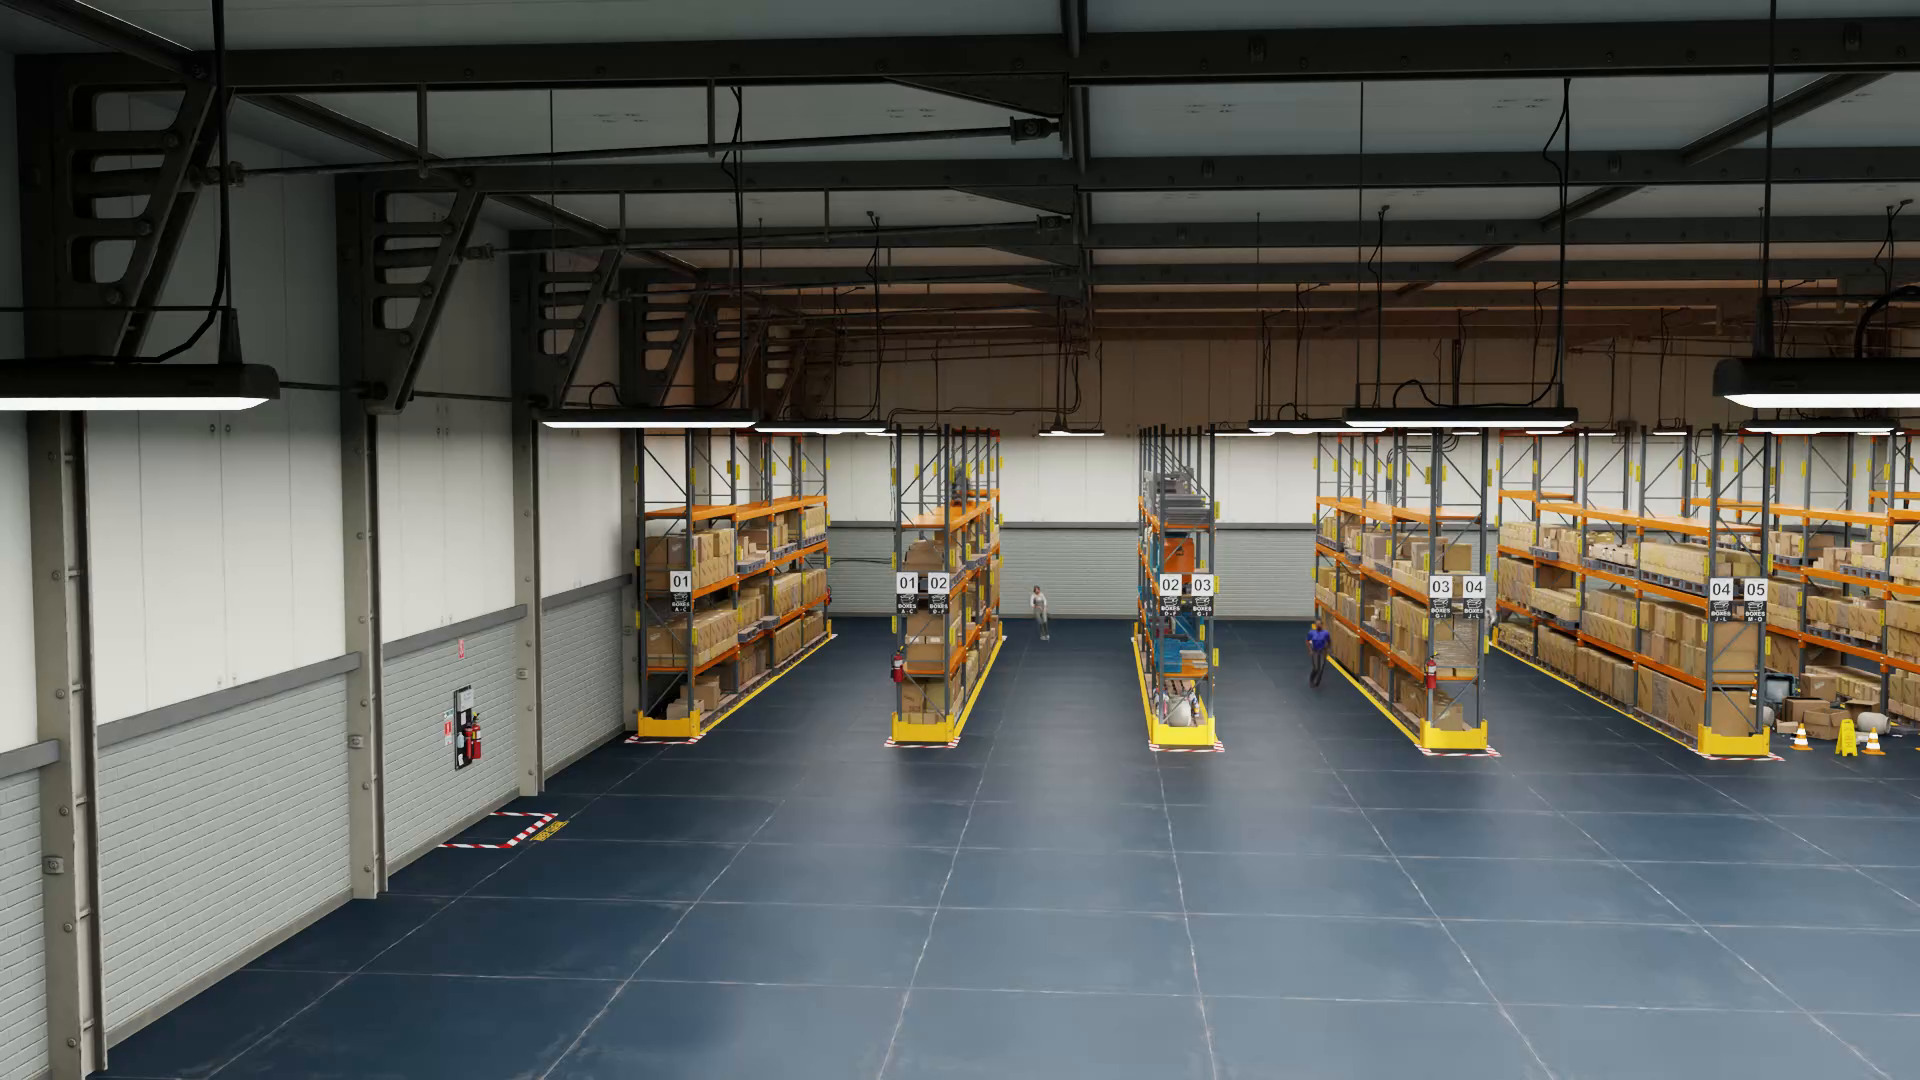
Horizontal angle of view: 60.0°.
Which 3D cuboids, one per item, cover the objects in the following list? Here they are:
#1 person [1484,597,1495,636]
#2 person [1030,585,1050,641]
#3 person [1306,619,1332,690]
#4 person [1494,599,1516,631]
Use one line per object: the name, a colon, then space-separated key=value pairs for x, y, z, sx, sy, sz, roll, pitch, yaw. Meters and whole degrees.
person: x=13.512 y=2.287 z=42.921 sx=0.604 sy=1.669 sz=0.567 roll=0 pitch=3 yaw=6
person: x=2.261 y=2.075 z=47.125 sx=0.561 sy=1.581 sz=0.603 roll=-1 pitch=4 yaw=-9
person: x=8.157 y=2.618 z=37.759 sx=0.560 sy=1.610 sz=0.574 roll=0 pitch=3 yaw=4
person: x=15.691 y=1.948 z=47.625 sx=0.835 sy=1.745 sz=0.712 roll=-1 pitch=4 yaw=-23
